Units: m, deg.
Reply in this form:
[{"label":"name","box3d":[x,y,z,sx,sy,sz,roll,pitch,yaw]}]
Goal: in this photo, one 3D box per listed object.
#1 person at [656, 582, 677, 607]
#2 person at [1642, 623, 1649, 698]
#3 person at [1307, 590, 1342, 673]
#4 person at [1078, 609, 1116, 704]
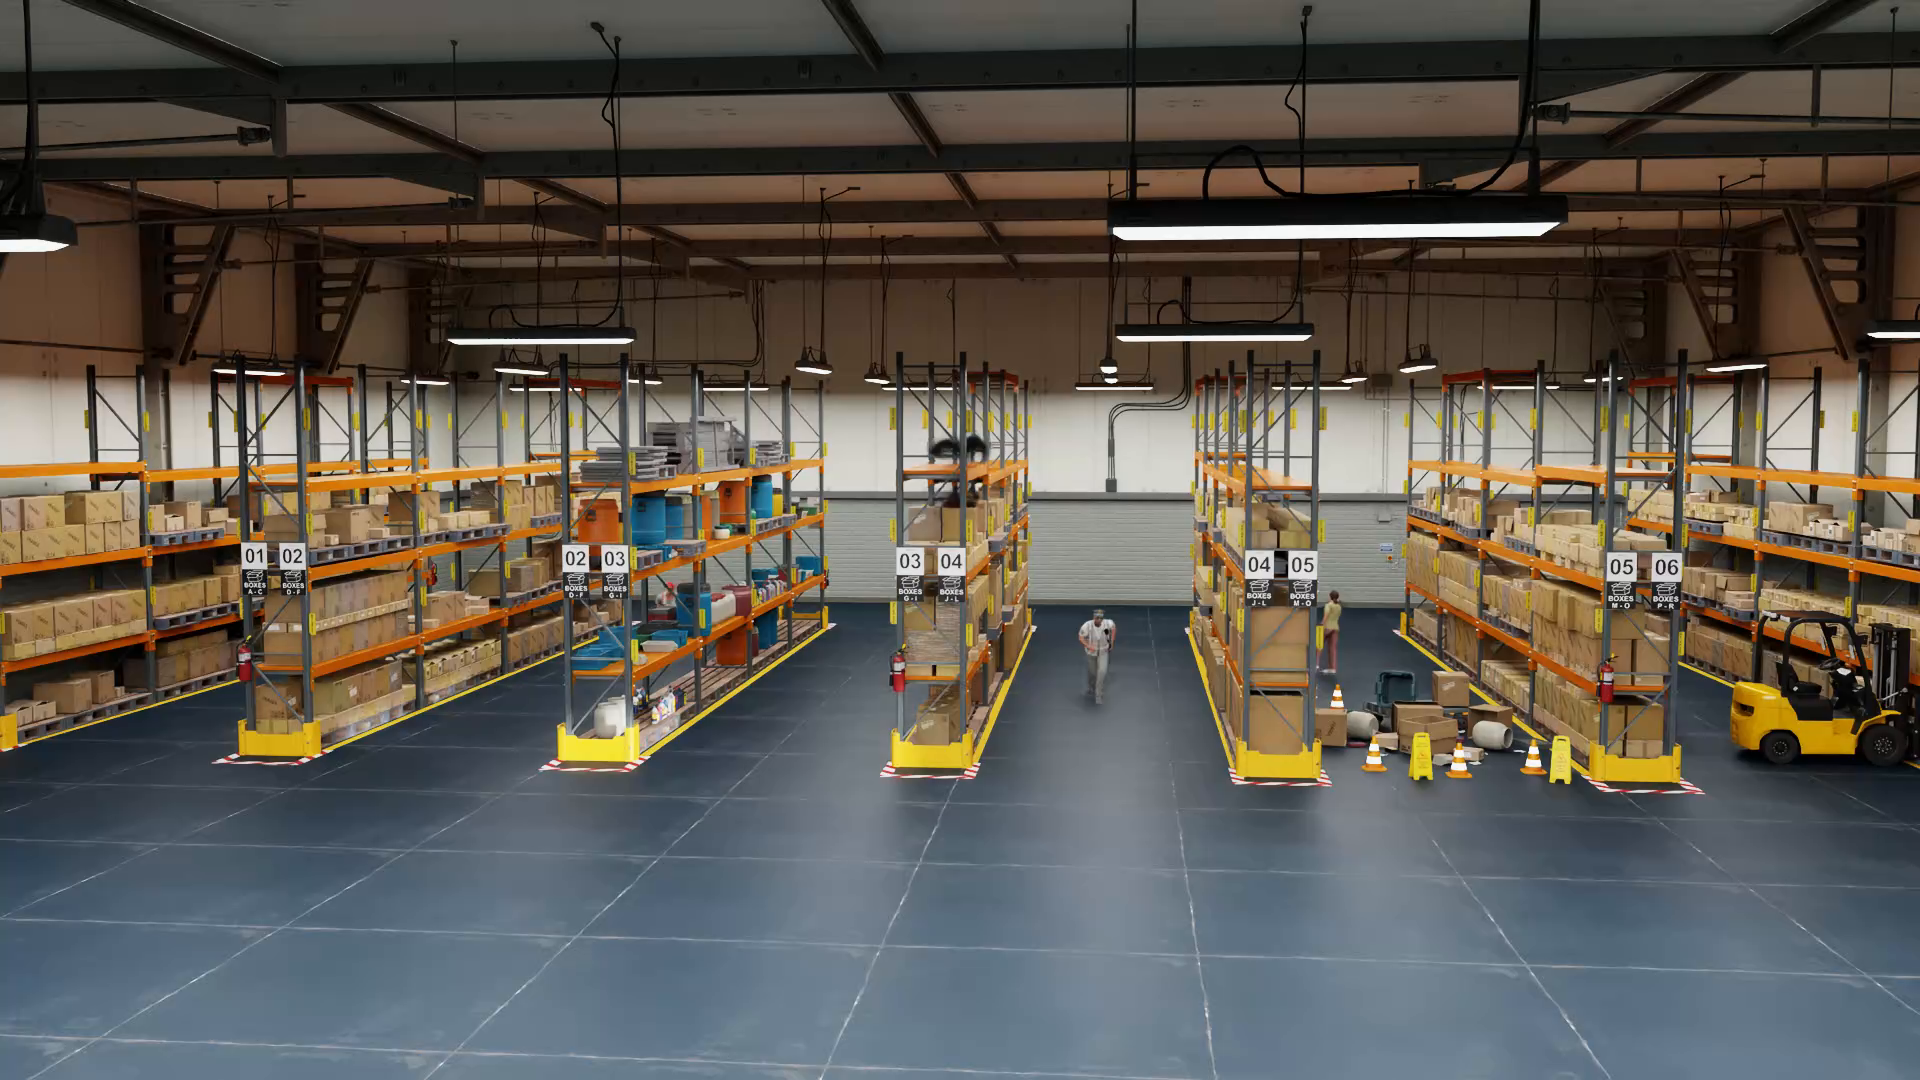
[{"label":"person","box3d":[-6.011,1.701,34.711,0.661,1.723,0.898,0,4,0]},{"label":"person","box3d":[11.544,2.214,28.079,0.551,1.652,0.764,0,4,-6]},{"label":"person","box3d":[7.310,1.835,32.941,0.571,1.678,0.689,-2,4,-22]},{"label":"person","box3d":[2.449,2.060,29.953,0.702,1.726,1.024,0,4,-7]}]
